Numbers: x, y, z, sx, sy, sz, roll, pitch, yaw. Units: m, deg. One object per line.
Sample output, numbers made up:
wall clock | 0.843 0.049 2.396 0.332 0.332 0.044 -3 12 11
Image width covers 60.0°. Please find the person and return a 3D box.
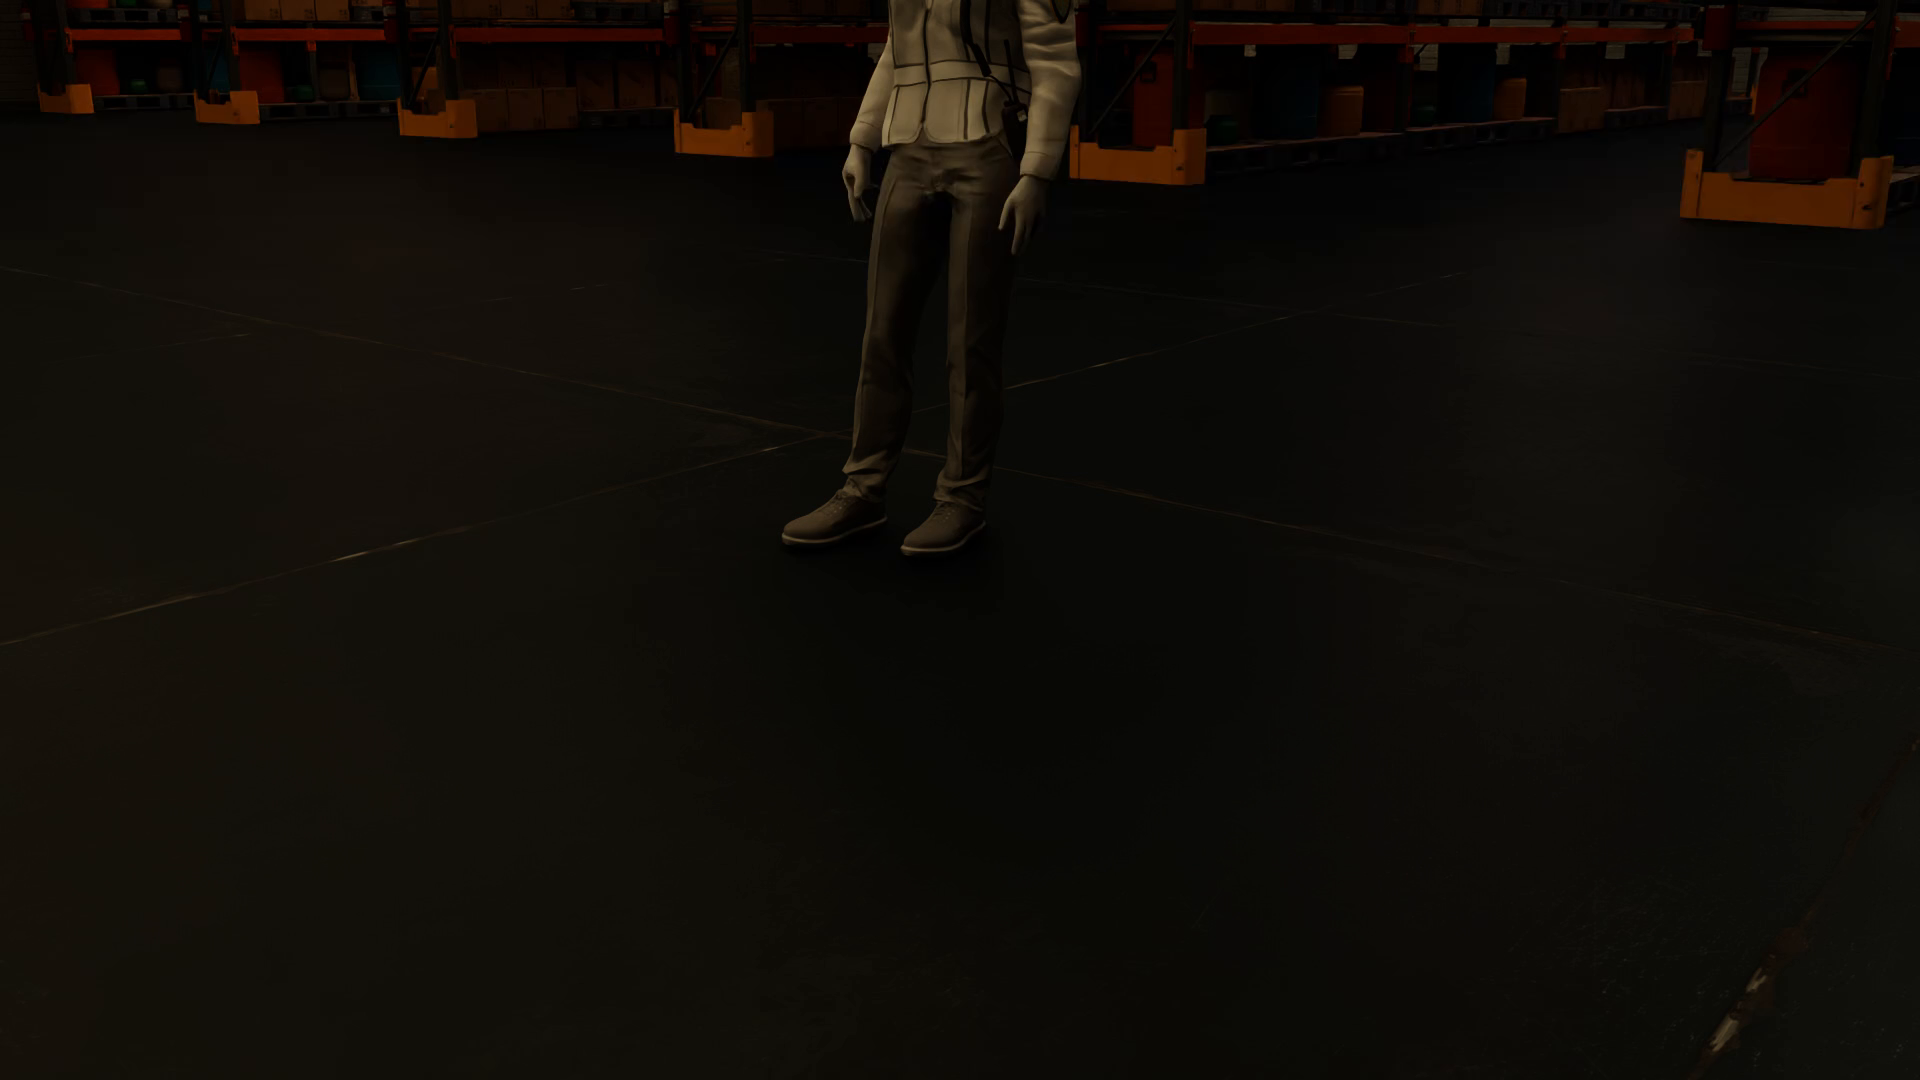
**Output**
person | -0.049 -0.803 3.647 0.586 1.694 0.530 13 21 37
